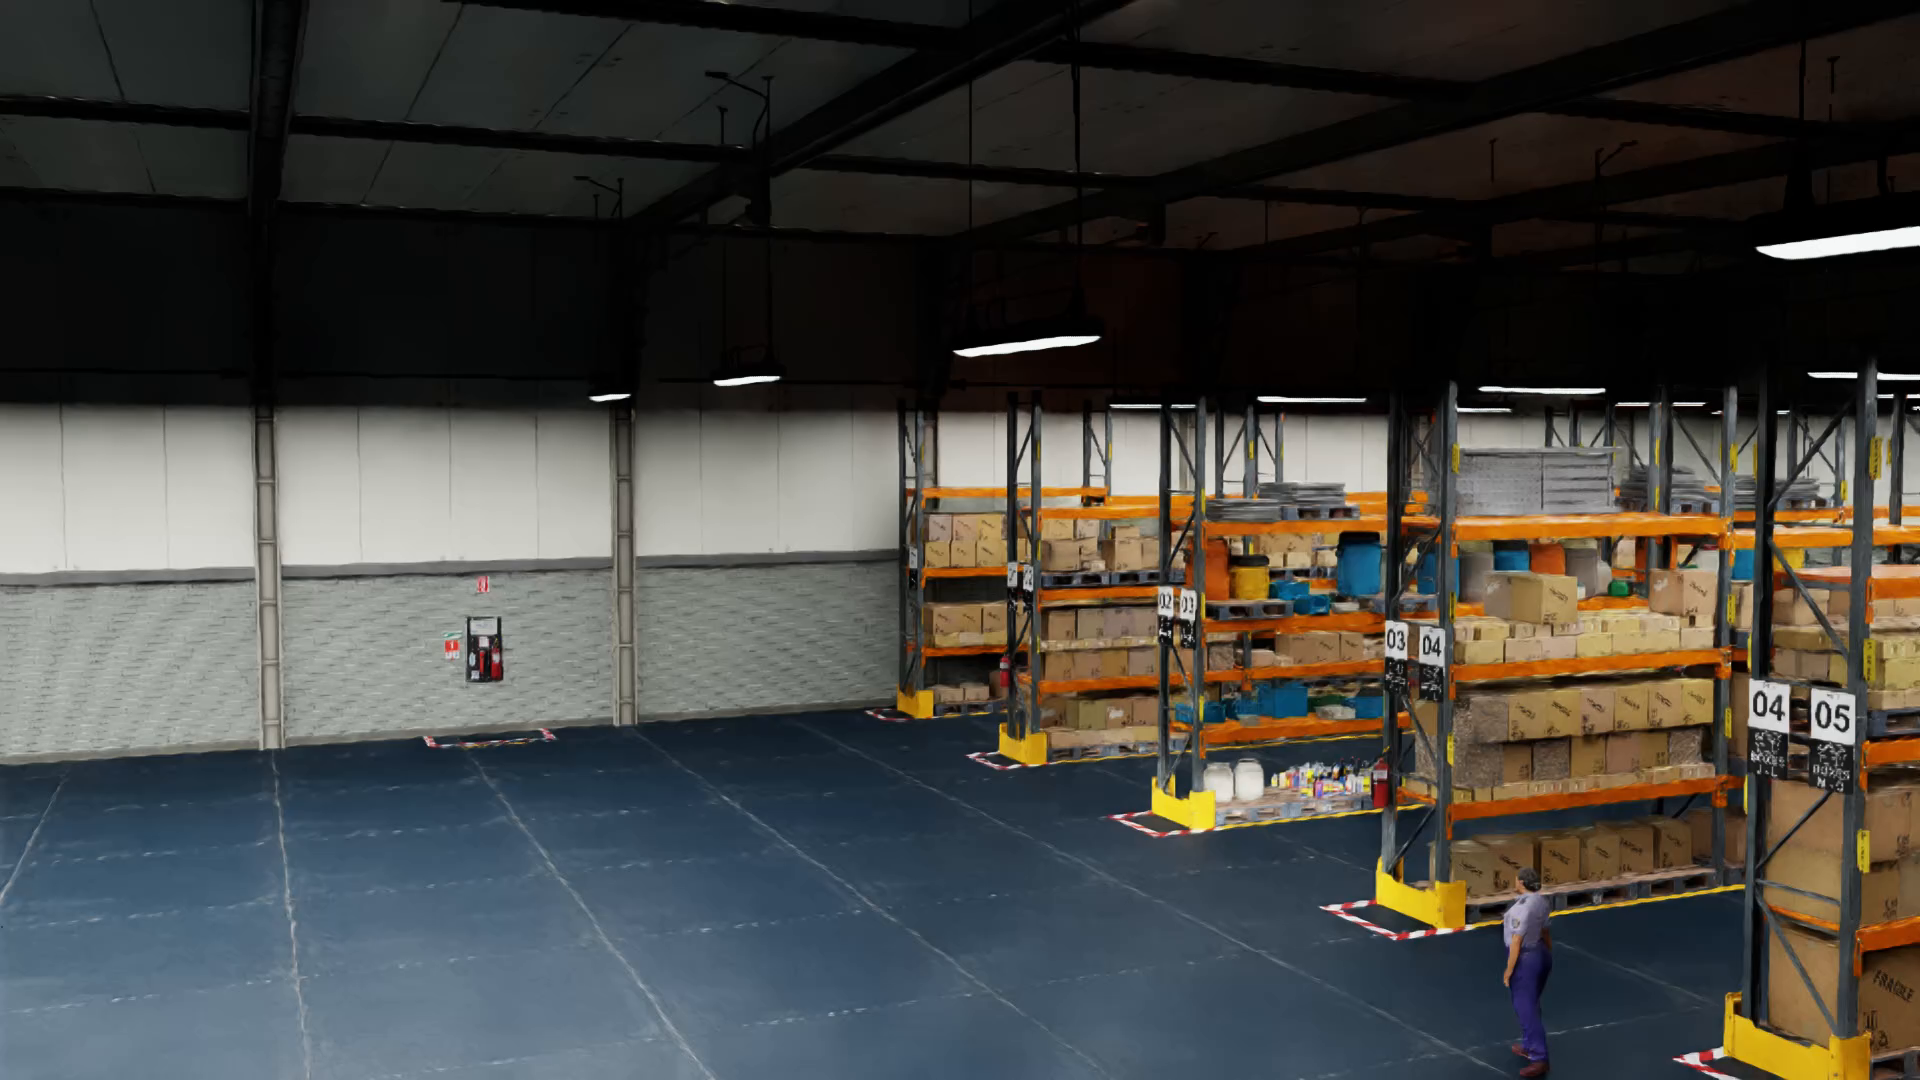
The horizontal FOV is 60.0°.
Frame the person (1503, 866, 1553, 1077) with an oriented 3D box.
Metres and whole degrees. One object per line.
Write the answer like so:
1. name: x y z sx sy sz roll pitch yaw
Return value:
1. person: 4.718 3.544 13.783 0.469 1.642 0.684 3 4 40
